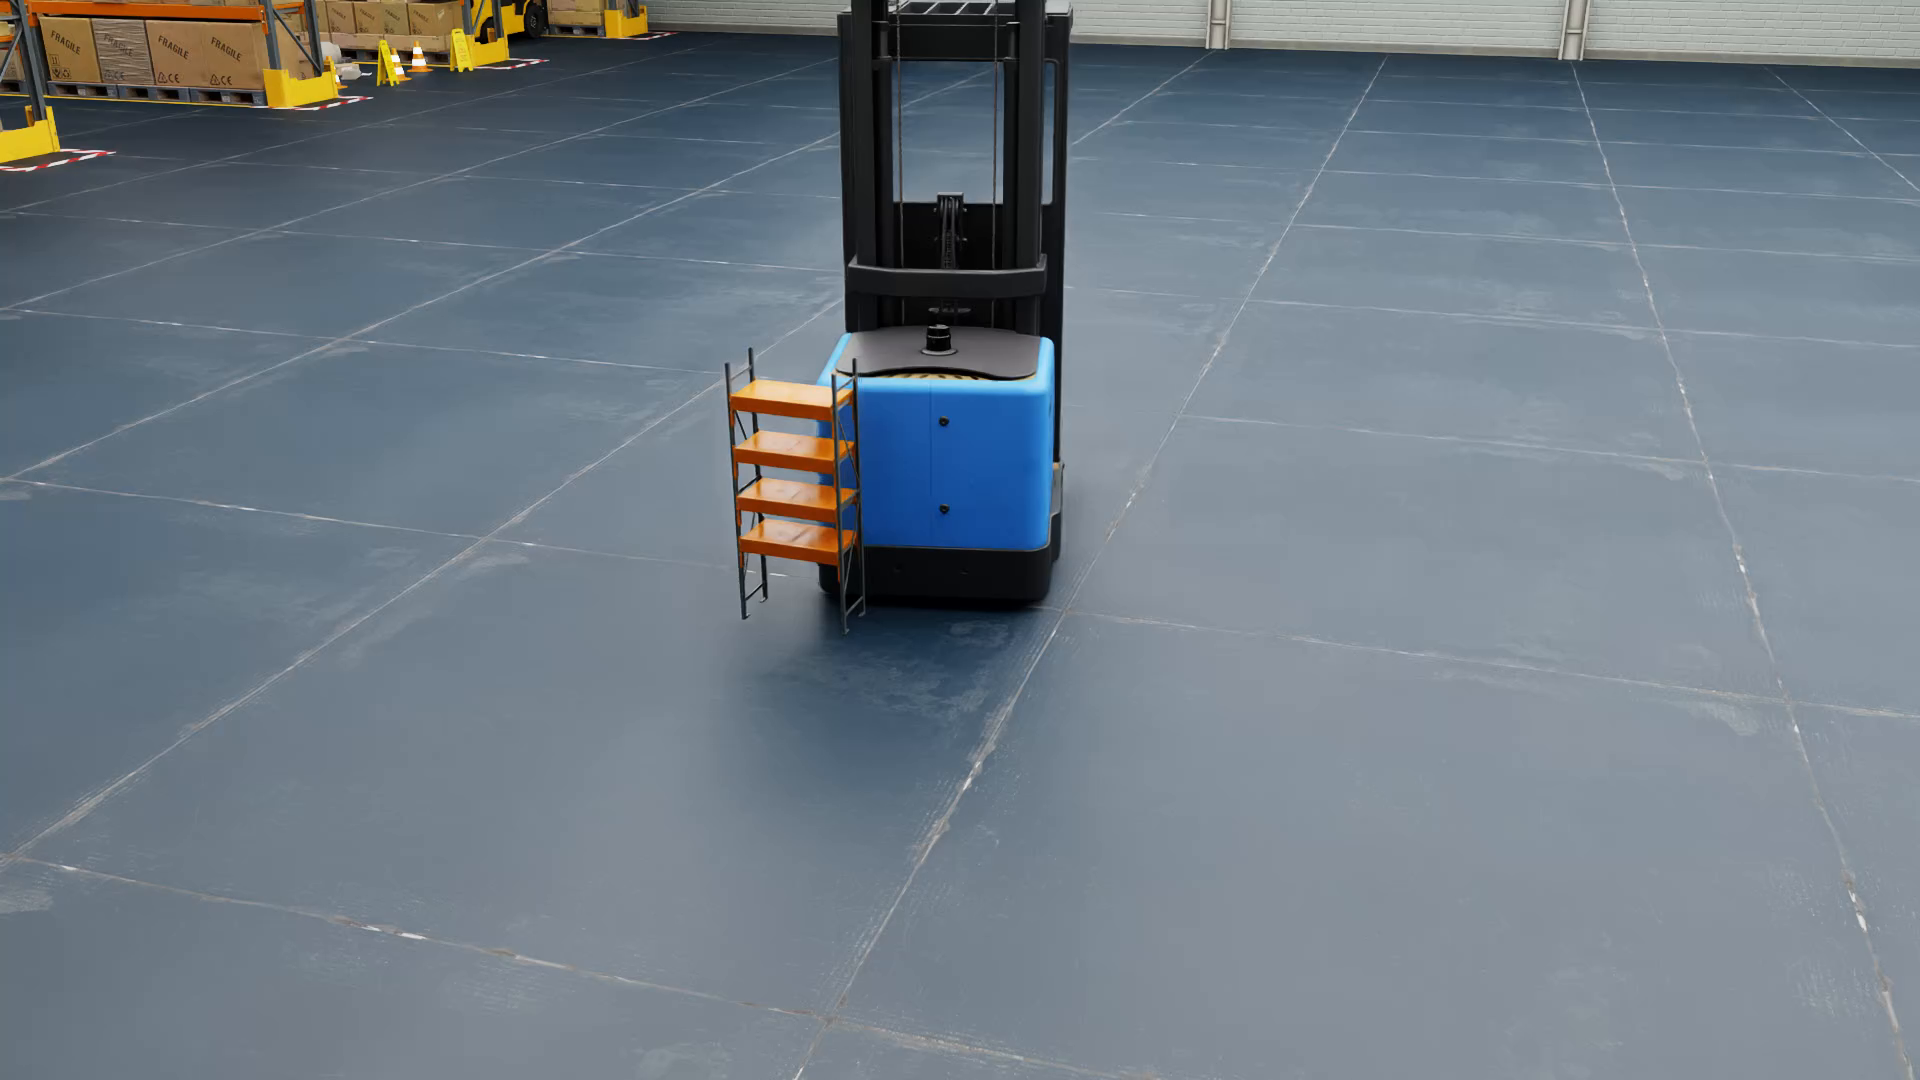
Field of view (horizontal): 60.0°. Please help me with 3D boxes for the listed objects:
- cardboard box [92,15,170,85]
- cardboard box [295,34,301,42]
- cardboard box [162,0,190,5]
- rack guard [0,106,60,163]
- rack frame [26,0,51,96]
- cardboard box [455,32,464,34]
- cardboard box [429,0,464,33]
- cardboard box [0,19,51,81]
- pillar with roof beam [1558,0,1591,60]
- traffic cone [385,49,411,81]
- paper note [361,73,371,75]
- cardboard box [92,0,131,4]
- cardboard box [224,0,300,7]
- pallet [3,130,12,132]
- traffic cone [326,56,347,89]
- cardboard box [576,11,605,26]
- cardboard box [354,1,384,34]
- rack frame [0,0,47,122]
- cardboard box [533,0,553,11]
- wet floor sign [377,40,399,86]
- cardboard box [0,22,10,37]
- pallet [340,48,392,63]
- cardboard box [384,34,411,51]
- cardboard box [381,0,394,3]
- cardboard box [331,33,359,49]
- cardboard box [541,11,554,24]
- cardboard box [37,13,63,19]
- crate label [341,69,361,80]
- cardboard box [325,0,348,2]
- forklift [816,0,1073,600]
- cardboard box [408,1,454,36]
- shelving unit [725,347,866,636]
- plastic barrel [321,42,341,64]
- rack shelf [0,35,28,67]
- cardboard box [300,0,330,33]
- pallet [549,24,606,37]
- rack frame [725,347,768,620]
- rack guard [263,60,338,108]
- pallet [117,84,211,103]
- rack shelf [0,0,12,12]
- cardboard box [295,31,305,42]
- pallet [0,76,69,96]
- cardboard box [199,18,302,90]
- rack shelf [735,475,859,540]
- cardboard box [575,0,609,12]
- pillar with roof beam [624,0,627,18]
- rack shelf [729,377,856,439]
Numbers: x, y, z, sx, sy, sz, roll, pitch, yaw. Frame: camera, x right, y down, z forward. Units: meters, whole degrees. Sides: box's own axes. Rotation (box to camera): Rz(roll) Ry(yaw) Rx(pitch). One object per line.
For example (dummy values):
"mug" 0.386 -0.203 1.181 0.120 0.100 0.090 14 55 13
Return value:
"cardboard box" -11.595 -6.986 23.658 0.875 0.875 0.875 7 23 16
"cardboard box" -11.075 -8.009 27.196 0.500 0.500 0.500 -14 26 -30
"cardboard box" -10.613 -7.781 23.152 0.550 0.550 0.875 7 23 16
"rack guard" -10.814 -4.589 18.861 0.348 0.500 1.175 7 23 16
"rack frame" -13.041 -7.966 23.802 0.127 3.000 1.000 7 23 16
"cardboard box" -8.571 -8.449 28.047 0.500 0.250 0.500 6 23 15
"cardboard box" -8.594 -8.798 27.911 0.500 0.500 0.500 6 23 14
"cardboard box" -13.662 -7.155 24.235 0.750 0.750 1.050 6 23 15
"pillar with roof beam" 9.134 -10.783 22.764 0.400 9.000 9.100 7 23 16
"traffic cone" -8.658 -7.302 25.524 0.334 0.463 0.336 7 23 16
"paper note" -9.359 -7.344 26.197 0.142 0.019 0.148 -1 22 -3
"cardboard box" -11.669 -7.846 23.310 0.550 0.550 0.875 7 23 16
"cardboard box" -9.580 -7.622 22.764 0.550 0.550 0.875 7 23 16
"pallet" -11.582 -4.557 19.165 1.213 0.211 1.003 7 23 16
"traffic cone" -9.310 -6.928 24.614 0.334 0.463 0.336 7 23 16
"cardboard box" -6.990 -10.000 31.830 0.500 0.250 0.500 7 23 16
"cardboard box" -9.703 -8.714 27.705 0.500 0.500 0.500 6 23 14
"rack frame" -10.741 -5.737 18.367 0.127 3.000 1.000 7 23 16
"cardboard box" -7.982 -10.342 32.005 0.500 0.250 0.500 6 23 14
"wet floor sign" -8.612 -7.155 24.926 0.232 0.644 0.267 3 22 6
"cardboard box" -10.945 -5.739 18.702 0.250 0.149 0.380 7 23 16
"pallet" -9.883 -8.292 28.270 1.213 0.211 1.003 7 23 16
"cardboard box" -9.224 -8.310 27.710 0.500 0.250 0.500 7 23 16
"cardboard box" -9.332 -8.944 27.413 0.250 0.149 0.380 7 23 16
"cardboard box" -10.198 -8.424 27.987 0.500 0.250 0.500 6 23 15
"cardboard box" -7.939 -10.116 32.113 0.500 0.250 0.500 7 23 16
"cardboard box" -16.175 -9.532 29.864 0.875 0.875 0.875 6 23 15
"crate label" -9.429 -7.215 25.741 0.298 0.136 0.250 -5 23 -12
"cardboard box" -10.368 -9.063 27.702 0.250 0.149 0.380 8 24 19
"forklift" -0.010 -1.605 8.384 1.130 2.935 3.031 2 22 4
"cardboard box" -8.721 -8.600 27.427 0.500 0.500 0.500 7 23 16
"shelving unit" -0.707 -0.207 7.248 0.503 1.200 0.258 8 25 18
"plastic barrel" -10.294 -7.822 26.844 0.512 0.421 0.421 -14 26 -30
"rack shelf" -12.656 -5.623 19.038 4.000 0.370 1.077 7 23 16
"cardboard box" -10.705 -8.828 27.984 0.500 0.500 0.500 8 23 18
"pallet" -7.193 -9.920 32.239 1.213 0.211 1.003 7 23 16
"rack frame" -0.937 -0.238 7.325 0.015 1.200 0.240 8 25 18
"rack guard" -9.189 -6.369 23.201 0.348 0.500 1.175 7 23 16
"pallet" -11.164 -6.432 23.734 1.213 0.211 1.003 7 23 15
"rack shelf" -14.956 -7.853 24.473 4.000 0.370 1.077 7 23 16
"cardboard box" -11.221 -8.535 28.259 0.500 0.250 0.500 5 23 13
"pallet" -13.802 -6.734 24.471 1.213 0.211 1.003 7 23 16
"cardboard box" -9.880 -6.790 23.179 0.875 0.875 0.875 7 23 16
"rack shelf" -0.707 -0.145 7.275 0.480 0.148 0.258 8 25 18
"cardboard box" -7.005 -10.235 31.742 0.500 0.250 0.500 6 23 15
"pillar with roof beam" -8.098 -12.757 27.575 0.400 9.000 9.100 7 23 16
"rack shelf" -0.710 -0.567 7.091 0.480 0.148 0.258 8 25 18
